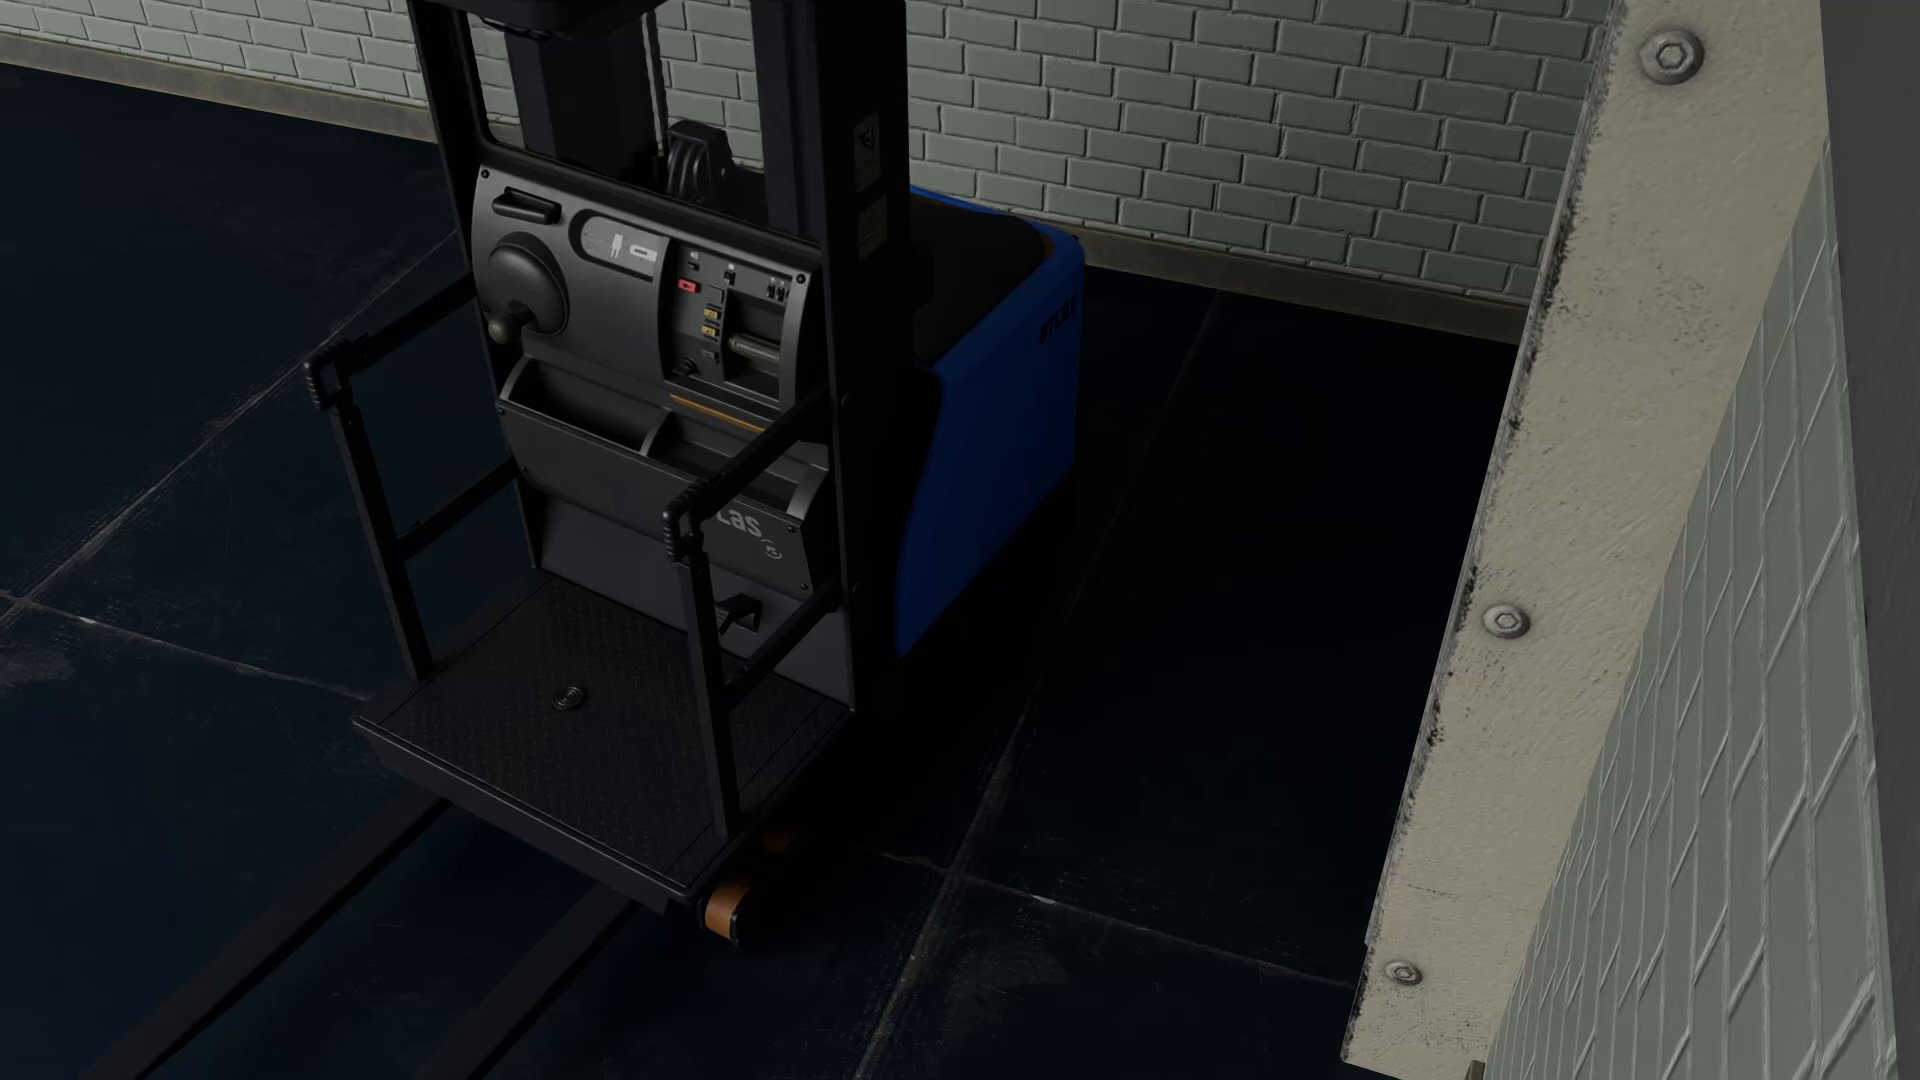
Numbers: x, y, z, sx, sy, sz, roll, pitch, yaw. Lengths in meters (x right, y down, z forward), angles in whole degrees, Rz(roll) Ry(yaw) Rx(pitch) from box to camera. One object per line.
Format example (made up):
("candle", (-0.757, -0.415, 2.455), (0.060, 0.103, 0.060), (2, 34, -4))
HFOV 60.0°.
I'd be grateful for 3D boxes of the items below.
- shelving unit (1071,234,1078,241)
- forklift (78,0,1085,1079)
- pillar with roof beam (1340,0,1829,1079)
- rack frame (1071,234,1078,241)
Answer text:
("shelving unit", (0.192, -0.539, 5.188), (0.258, 0.900, 0.210), (21, 45, 23))
("forklift", (-0.830, -0.479, 3.553), (1.130, 2.935, 3.031), (21, 45, 23))
("pillar with roof beam", (-2.956, -3.264, 2.143), (9.100, 9.000, 0.400), (13, 42, 15))
("rack frame", (0.245, -0.595, 5.255), (0.240, 0.900, 0.006), (21, 45, 23))
